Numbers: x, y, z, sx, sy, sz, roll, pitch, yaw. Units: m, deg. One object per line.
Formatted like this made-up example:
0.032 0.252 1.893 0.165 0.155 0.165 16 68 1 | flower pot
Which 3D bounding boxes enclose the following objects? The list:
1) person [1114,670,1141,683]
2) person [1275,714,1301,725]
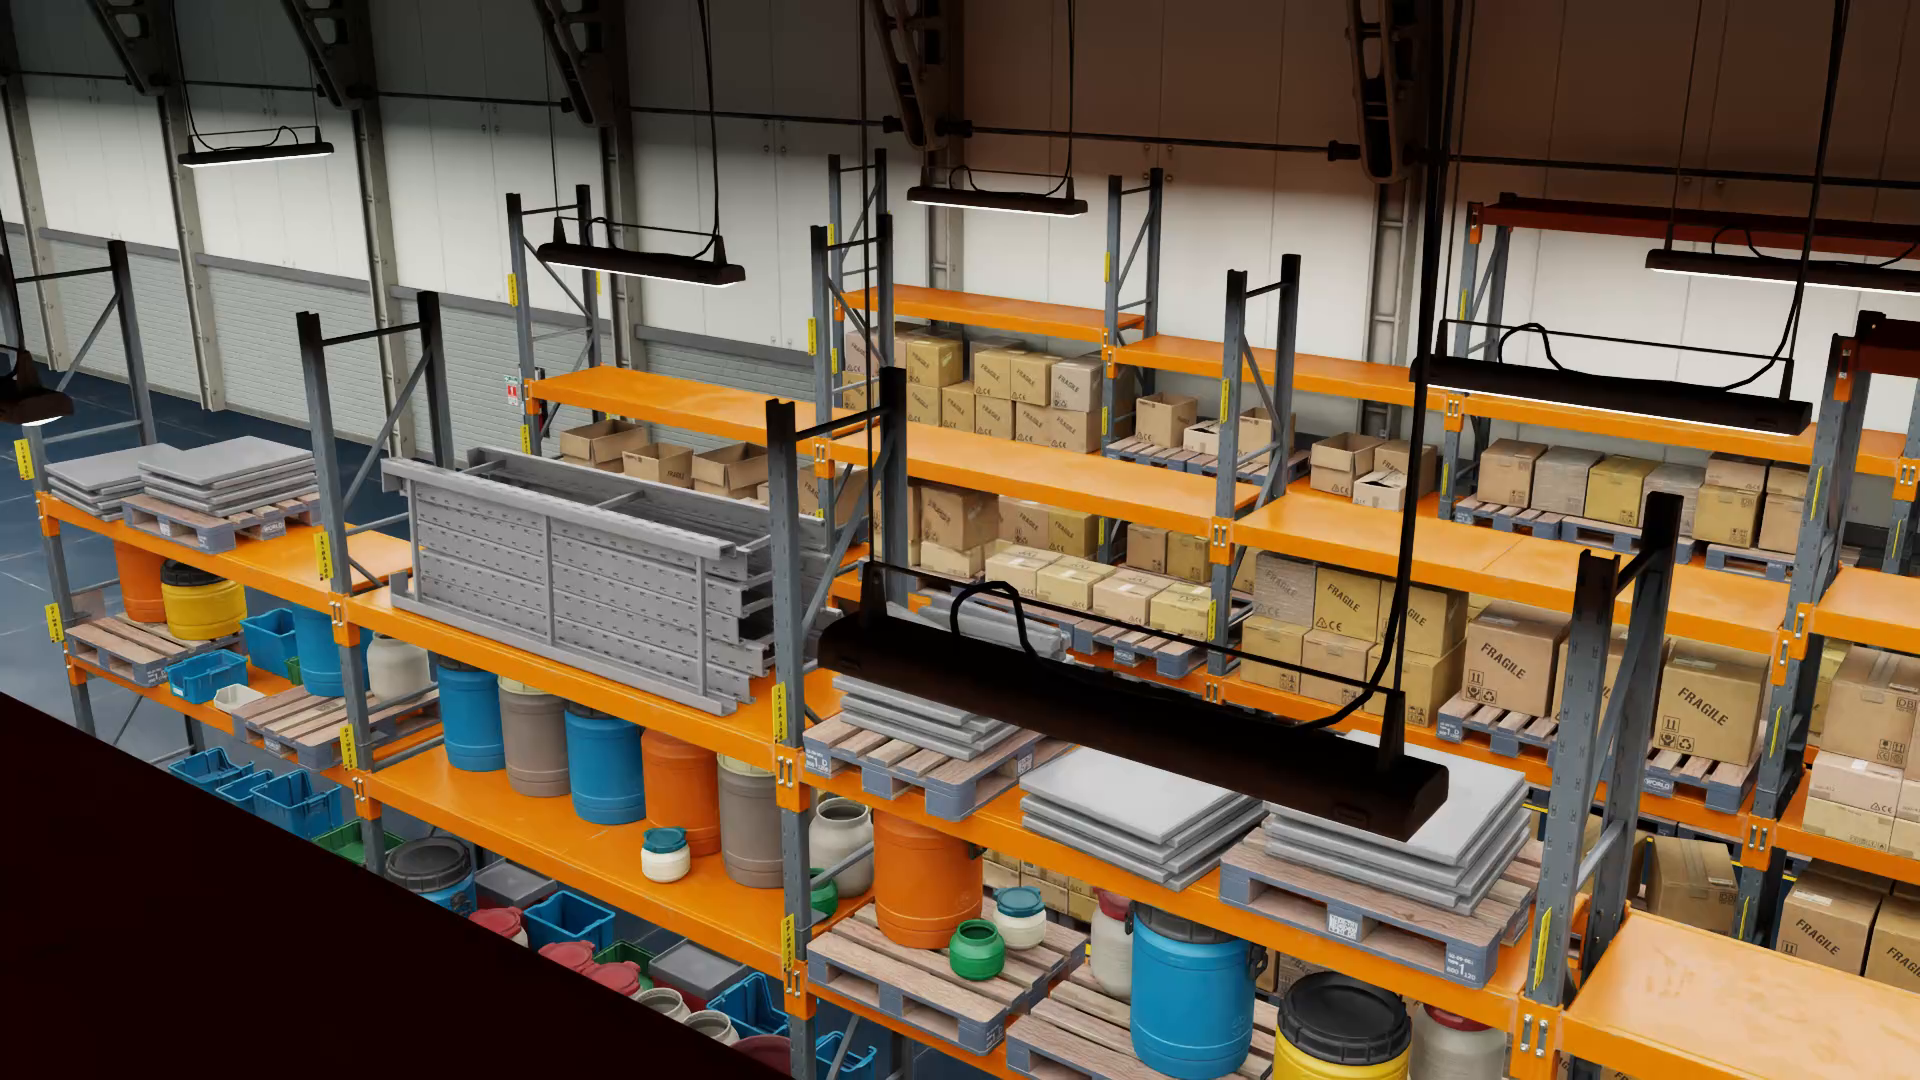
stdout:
1.916 1.387 18.440 0.445 1.582 0.470 -15 24 -38 | person
2.977 2.254 15.645 1.085 1.706 0.655 13 23 35 | person
